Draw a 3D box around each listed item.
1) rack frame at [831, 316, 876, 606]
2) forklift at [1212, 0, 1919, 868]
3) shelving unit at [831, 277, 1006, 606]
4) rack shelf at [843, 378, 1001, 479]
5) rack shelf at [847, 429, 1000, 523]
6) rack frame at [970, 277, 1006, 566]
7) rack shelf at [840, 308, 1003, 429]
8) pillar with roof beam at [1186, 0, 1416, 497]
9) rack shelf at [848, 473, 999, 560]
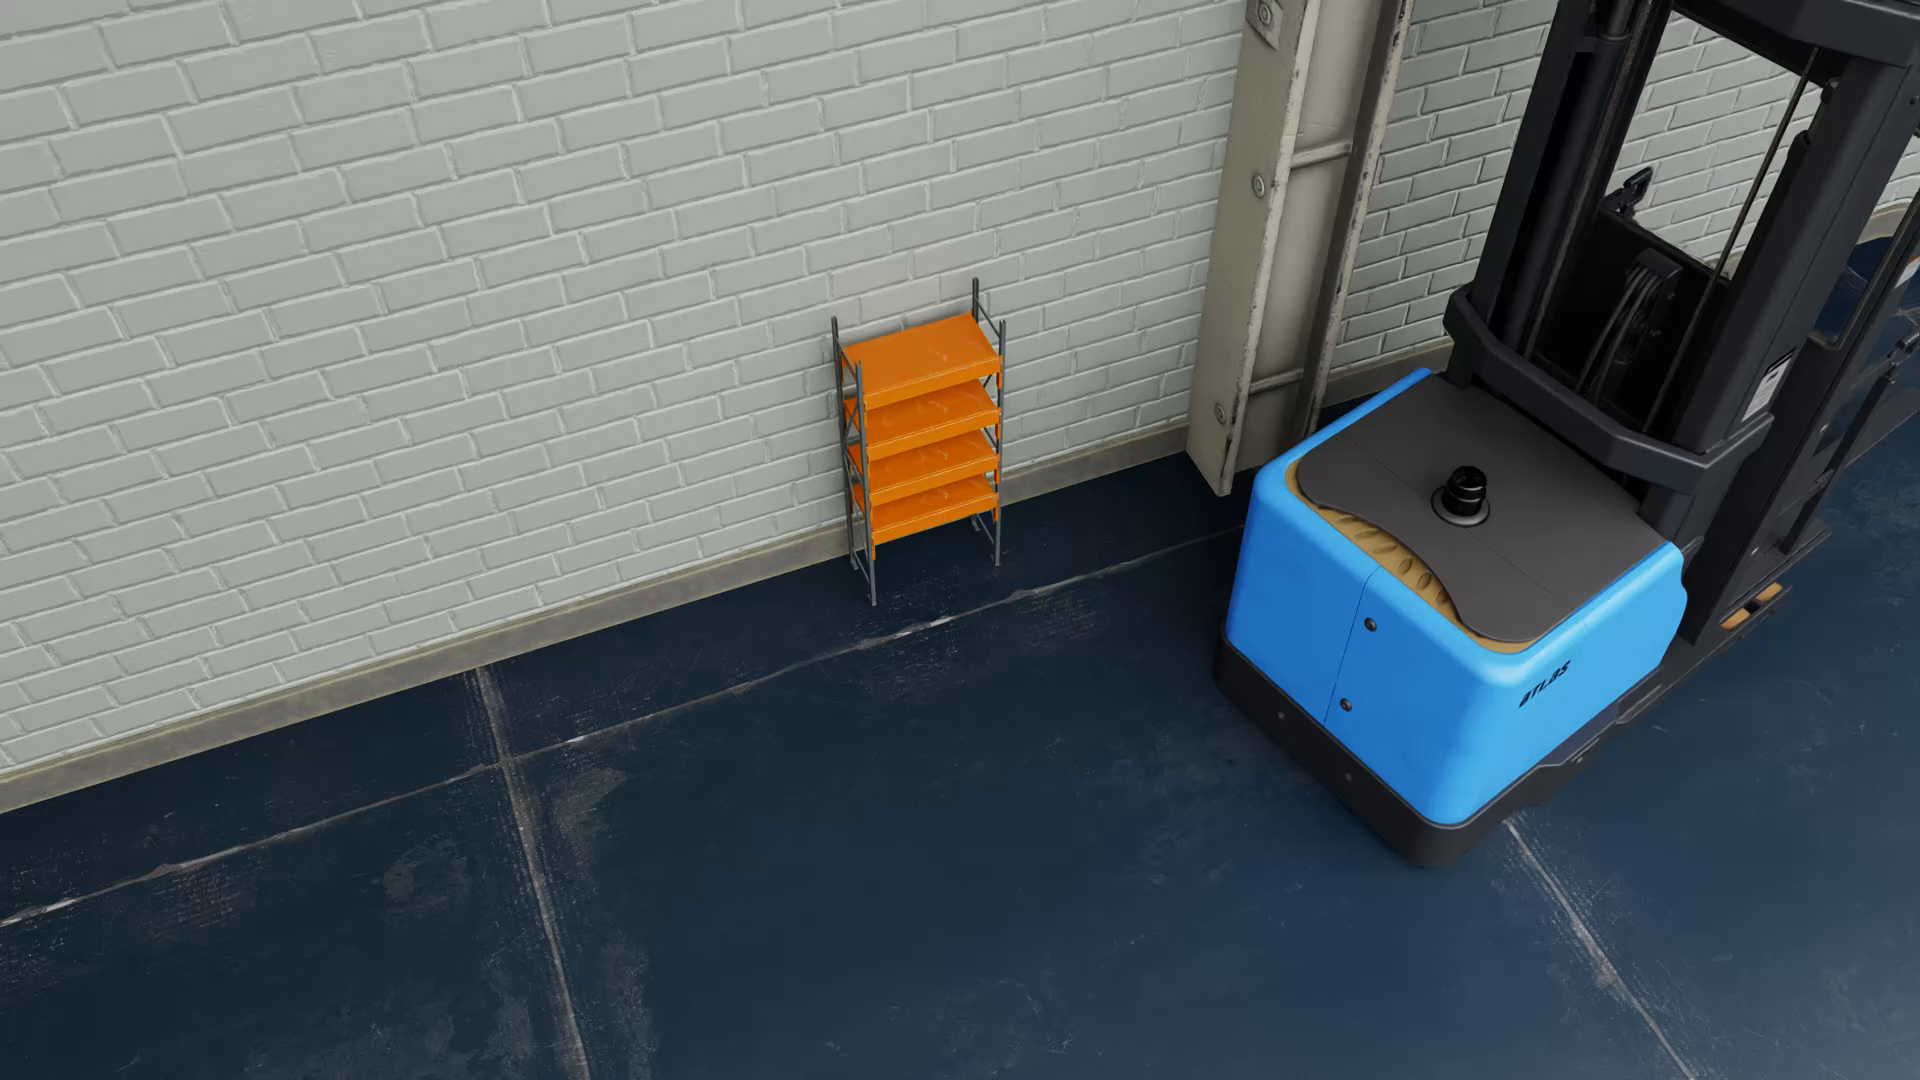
[{"bbox_3d":[-0.357,-0.235,5.661,0.015,1.200,0.240,-18,52,-15],"label":"rack frame"},{"bbox_3d":[2.347,-0.858,5.054,3.031,2.935,1.130,-31,56,-24],"label":"forklift"},{"bbox_3d":[-0.132,-0.307,5.722,0.503,1.200,0.258,-18,52,-15],"label":"shelving unit"},{"bbox_3d":[-0.132,-0.409,5.604,0.480,0.148,0.258,-18,52,-15],"label":"rack shelf"},{"bbox_3d":[-0.132,-0.263,5.773,0.480,0.148,0.258,-18,52,-15],"label":"rack shelf"},{"bbox_3d":[0.093,-0.378,5.784,0.015,1.200,0.240,-18,52,-15],"label":"rack frame"},{"bbox_3d":[-0.132,-0.563,5.424,0.480,0.148,0.258,-18,52,-15],"label":"rack shelf"},{"bbox_3d":[2.747,-0.238,0.523,0.400,9.000,9.100,-17,52,-14],"label":"pillar with roof beam"},{"bbox_3d":[-0.132,-0.134,5.924,0.480,0.148,0.258,-18,52,-15],"label":"rack shelf"}]
